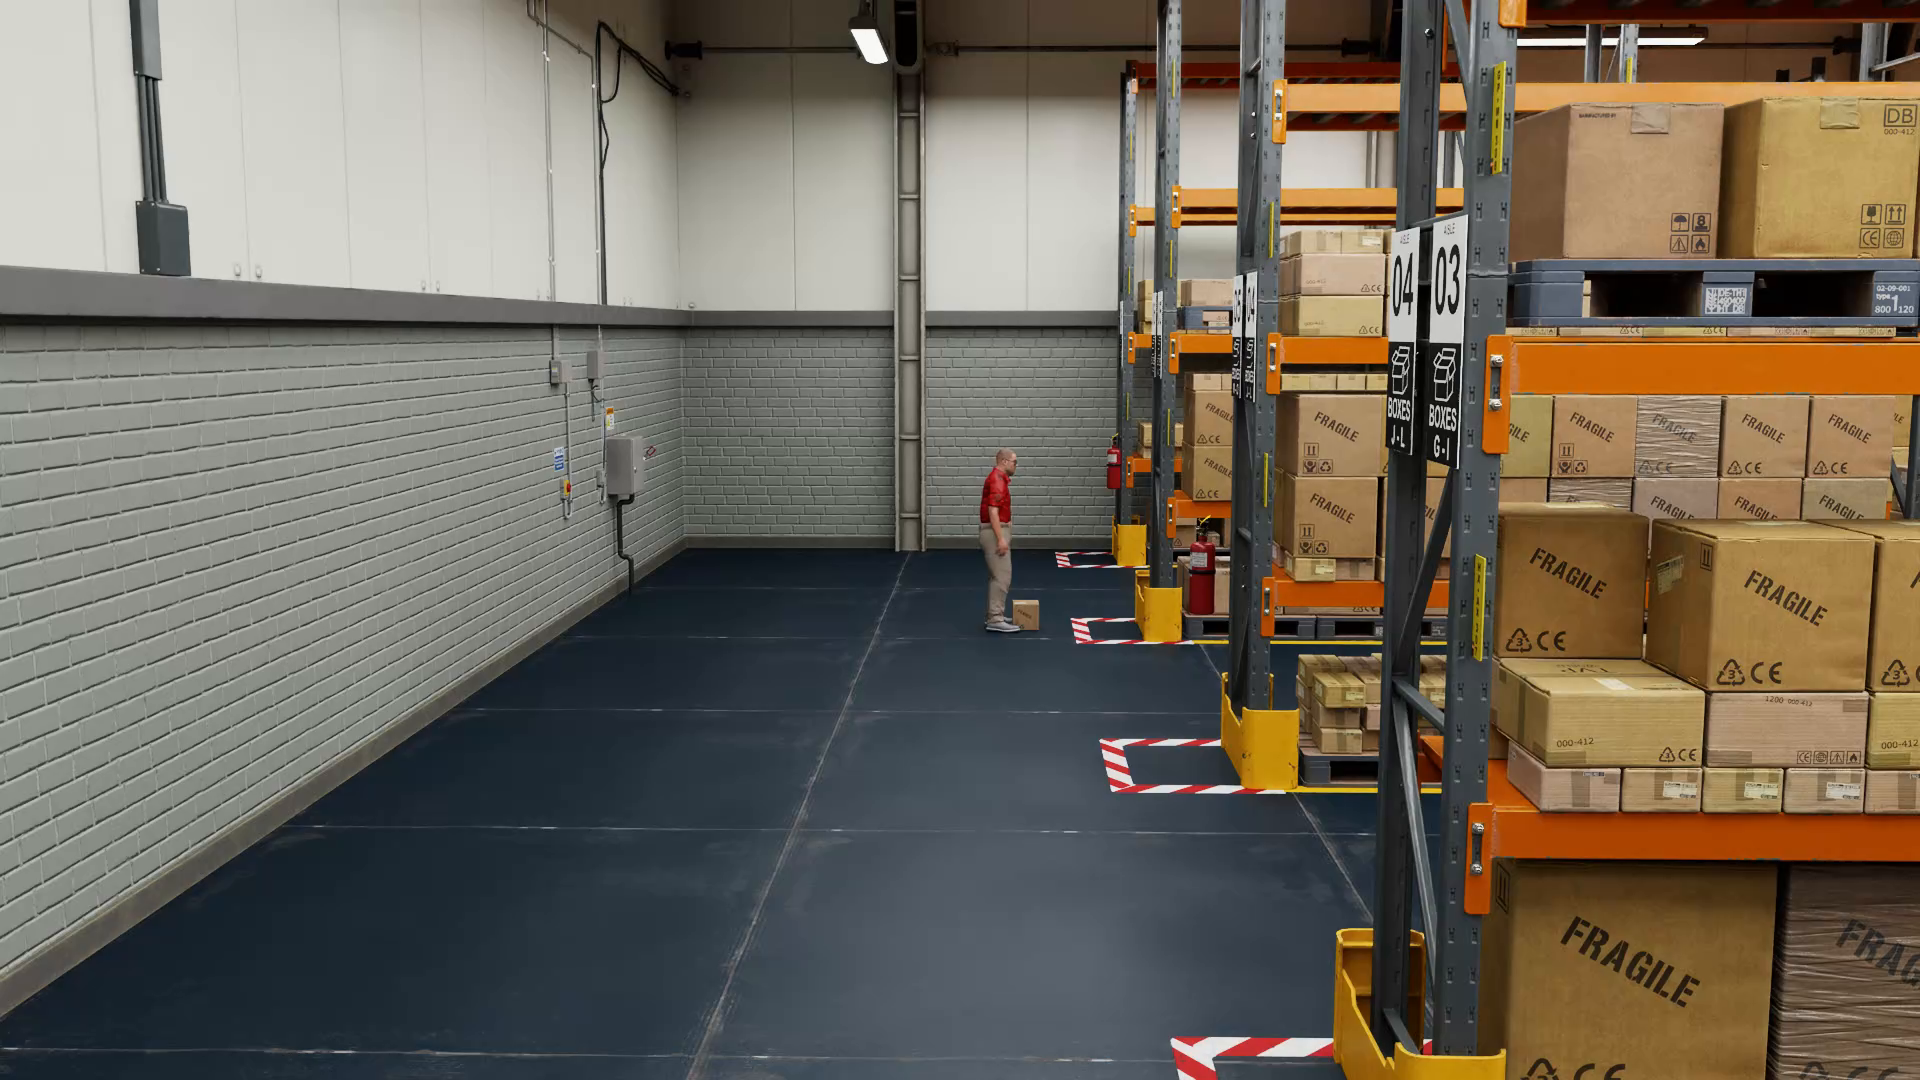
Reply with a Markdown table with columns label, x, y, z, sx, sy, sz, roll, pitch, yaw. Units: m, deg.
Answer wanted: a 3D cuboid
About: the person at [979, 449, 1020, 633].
| label | x | y | z | sx | sy | sz | roll | pitch | yaw |
| --- | --- | --- | --- | --- | --- | --- | --- | --- | --- |
| person | 0.378 | -0.011 | 15.909 | 0.396 | 1.726 | 0.585 | 0 | 7 | 1 |
